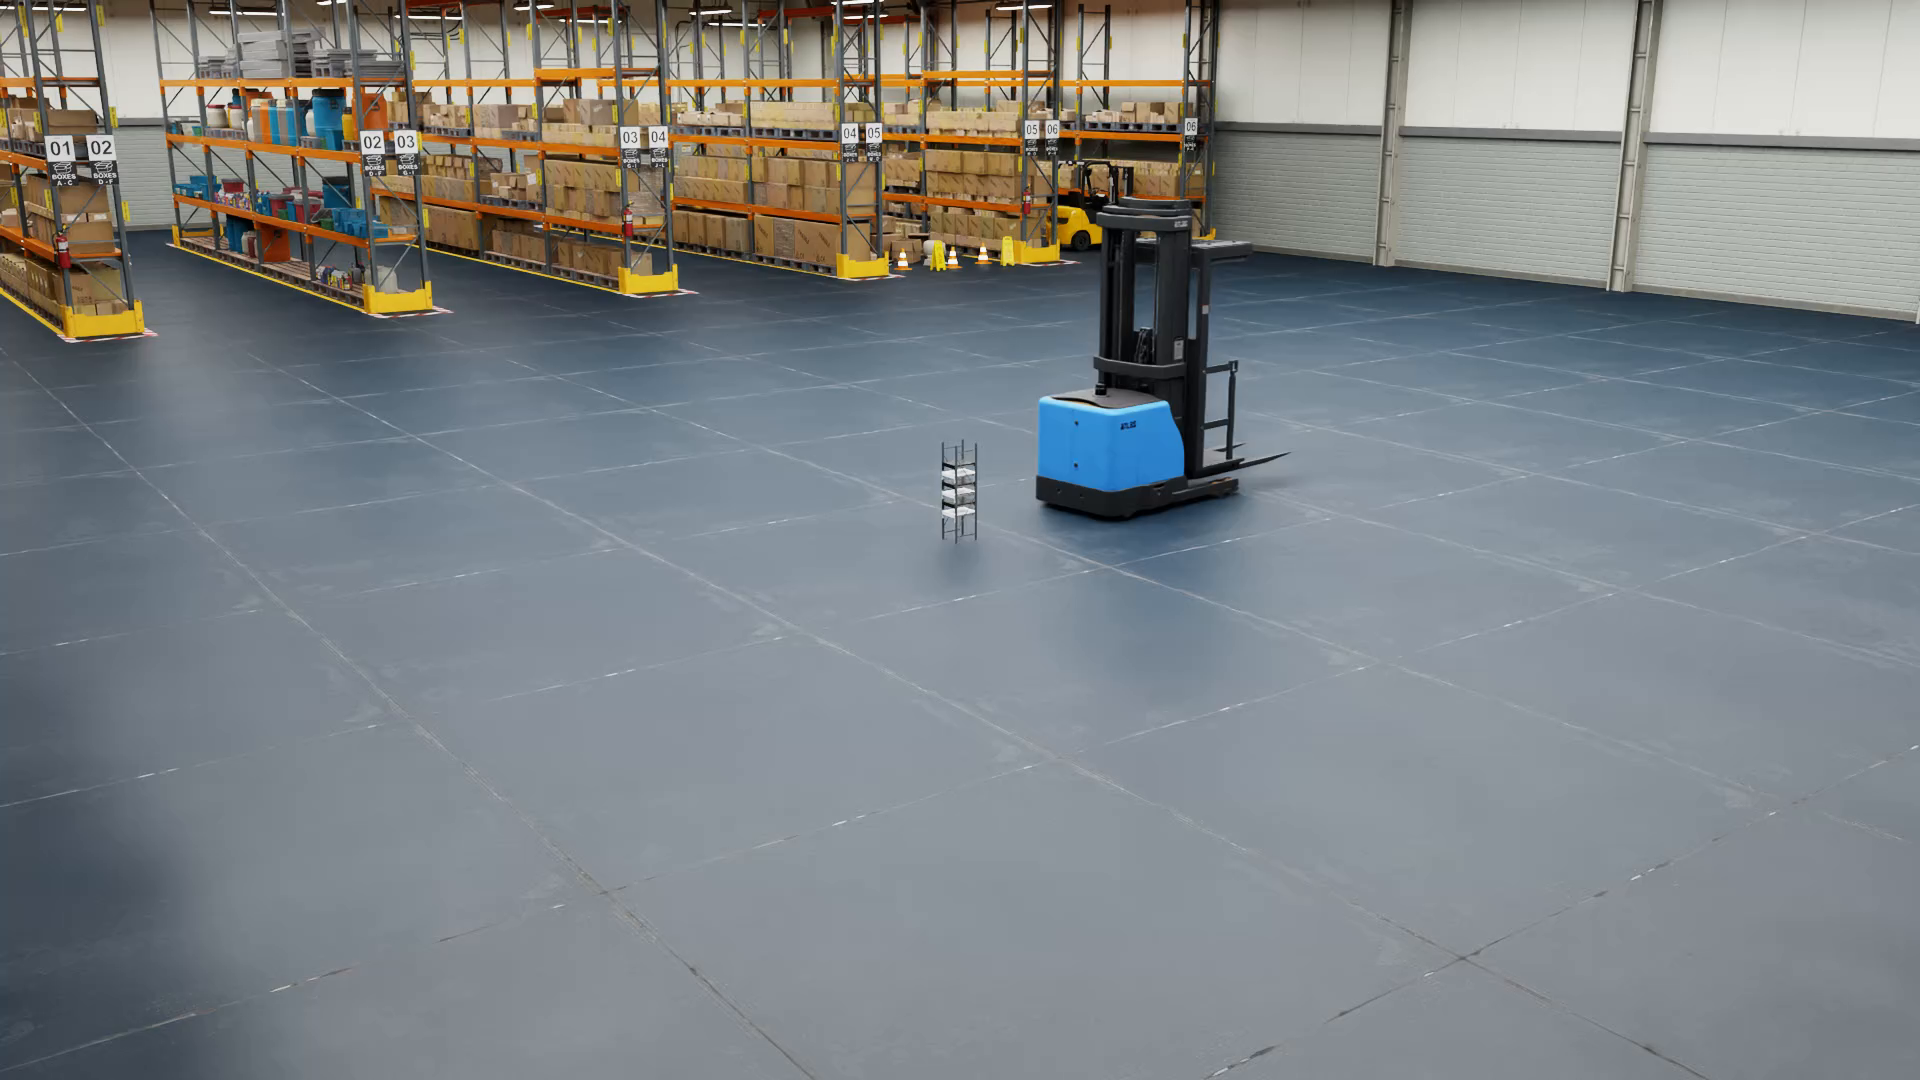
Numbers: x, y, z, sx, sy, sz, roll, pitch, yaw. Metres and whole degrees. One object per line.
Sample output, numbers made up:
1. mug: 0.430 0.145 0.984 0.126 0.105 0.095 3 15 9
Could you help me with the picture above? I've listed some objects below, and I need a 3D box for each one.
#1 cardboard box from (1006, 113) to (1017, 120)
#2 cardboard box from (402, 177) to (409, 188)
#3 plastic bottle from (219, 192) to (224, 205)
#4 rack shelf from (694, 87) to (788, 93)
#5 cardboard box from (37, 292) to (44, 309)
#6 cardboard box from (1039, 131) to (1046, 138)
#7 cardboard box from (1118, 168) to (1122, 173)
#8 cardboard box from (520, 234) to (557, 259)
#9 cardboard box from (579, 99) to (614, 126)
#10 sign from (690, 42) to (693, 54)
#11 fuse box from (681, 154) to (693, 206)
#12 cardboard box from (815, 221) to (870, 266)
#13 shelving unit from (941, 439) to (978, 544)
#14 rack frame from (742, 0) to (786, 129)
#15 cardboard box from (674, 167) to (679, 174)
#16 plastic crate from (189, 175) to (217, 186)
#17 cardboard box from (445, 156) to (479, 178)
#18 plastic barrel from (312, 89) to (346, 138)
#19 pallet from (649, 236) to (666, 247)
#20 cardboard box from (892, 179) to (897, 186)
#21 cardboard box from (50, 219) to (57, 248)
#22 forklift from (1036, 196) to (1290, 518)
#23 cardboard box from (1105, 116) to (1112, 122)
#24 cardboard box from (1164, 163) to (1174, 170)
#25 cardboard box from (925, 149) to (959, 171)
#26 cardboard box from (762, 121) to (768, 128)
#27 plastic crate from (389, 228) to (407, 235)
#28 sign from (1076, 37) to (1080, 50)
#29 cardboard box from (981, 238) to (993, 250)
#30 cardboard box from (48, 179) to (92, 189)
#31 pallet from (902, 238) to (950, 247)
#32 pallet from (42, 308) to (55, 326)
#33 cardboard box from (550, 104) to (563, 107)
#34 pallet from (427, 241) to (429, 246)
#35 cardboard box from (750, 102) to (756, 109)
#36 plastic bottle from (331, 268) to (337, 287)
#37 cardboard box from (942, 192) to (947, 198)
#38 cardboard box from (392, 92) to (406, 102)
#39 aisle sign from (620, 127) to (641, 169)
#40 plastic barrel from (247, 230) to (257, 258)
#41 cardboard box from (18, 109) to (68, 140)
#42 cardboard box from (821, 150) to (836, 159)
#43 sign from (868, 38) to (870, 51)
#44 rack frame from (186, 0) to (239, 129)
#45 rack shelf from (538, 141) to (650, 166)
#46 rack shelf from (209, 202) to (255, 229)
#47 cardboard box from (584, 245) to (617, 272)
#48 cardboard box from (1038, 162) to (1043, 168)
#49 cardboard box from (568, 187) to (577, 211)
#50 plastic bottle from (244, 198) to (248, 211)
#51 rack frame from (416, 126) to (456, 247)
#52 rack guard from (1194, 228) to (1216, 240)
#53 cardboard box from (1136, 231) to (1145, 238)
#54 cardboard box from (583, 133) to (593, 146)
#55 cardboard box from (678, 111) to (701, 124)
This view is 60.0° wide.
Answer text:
1. cardboard box: 1.278 -9.748 38.295 0.380 0.149 0.250 -10 18 -34
2. cardboard box: -14.014 -9.210 42.764 0.500 0.250 0.500 -10 18 -33
3. plastic bottle: -17.063 -7.910 38.530 0.152 0.276 0.135 -11 19 -35
4. rack shelf: -6.396 -13.294 48.722 1.077 0.370 4.000 -11 19 -35
5. cardboard box: -15.940 -4.245 29.317 0.500 0.250 0.500 -11 19 -35
6. cardboard box: 1.903 -9.398 38.523 0.380 0.149 0.250 -11 19 -34
7. cardboard box: 4.201 -9.551 42.870 0.380 0.149 0.250 -12 19 -36
8. cardboard box: -9.470 -6.632 37.526 0.700 0.500 0.500 -13 20 -39
9. cardboard box: -7.296 -8.584 33.374 0.500 0.500 0.500 -11 19 -35
10. sign: -8.024 -14.703 49.680 0.100 0.325 0.005 -11 19 -35
11. fuse box: -9.121 -12.241 56.560 0.539 1.711 0.414 -11 19 -35
12. cardboard box: -2.561 -6.473 36.274 0.875 0.875 0.875 -11 19 -34
13. shelving unit: -0.005 -0.436 14.964 0.258 0.900 0.210 -11 19 -35
14. rack frame: -4.461 -10.909 37.886 1.000 3.000 0.127 -11 19 -35
15. cardboard box: -7.088 -9.423 42.376 0.380 0.149 0.250 -11 19 -36
16. plastic crate: -19.246 -9.064 42.329 0.616 0.435 0.499 -11 19 -35
17. cardboard box: -12.081 -9.093 40.528 0.797 0.503 0.637 -10 18 -33
18. plastic barrel: -12.040 -8.160 31.780 0.600 0.901 0.708 -11 19 -35
19. pallet: -7.271 -7.691 42.777 1.003 0.211 1.213 -11 19 -35
20. cardboard box: -1.516 -9.116 42.380 0.380 0.149 0.250 -11 19 -34
21. cardboard box: -15.060 -5.244 28.364 0.700 0.500 0.500 -11 19 -34
22. forklift: 2.167 -1.925 16.556 3.031 2.935 1.130 -14 20 -41
23. cardboard box: 3.967 -10.845 42.828 0.380 0.149 0.250 -10 18 -33
24. cardboard box: 5.297 -9.318 41.458 0.380 0.149 0.250 -11 19 -34
25. cardboard box: -0.433 -9.351 40.913 0.700 0.500 0.500 -11 19 -35
26. cardboard box: -4.222 -9.352 37.373 0.380 0.149 0.250 -11 19 -35
27. plastic crate: -10.452 -5.758 30.930 0.298 0.136 0.250 -11 19 -35
28. sign: 3.065 -12.872 43.139 0.100 0.325 0.005 -11 19 -35
29. cardboard box: 0.845 -7.070 39.638 0.500 0.250 0.500 -11 19 -34
30. cardboard box: -14.804 -5.774 27.844 0.700 0.500 0.500 -11 19 -36
31. pallet: -0.975 -7.626 42.539 1.003 0.211 1.213 -11 19 -35
32. pallet: -15.392 -3.948 29.100 1.003 0.211 1.213 -11 19 -35
33. cardboard box: -11.274 -12.154 46.701 0.380 0.149 0.250 -11 19 -35
34. pallet: -13.620 -7.804 43.191 1.003 0.211 1.213 -11 19 -35
35. cardboard box: -4.522 -9.845 37.664 0.380 0.149 0.250 -11 19 -34
36. plastic bottle: -12.039 -5.065 32.083 0.144 0.351 0.185 -11 19 -35
37. cardboard box: -0.219 -8.469 40.812 0.380 0.149 0.250 -11 19 -35
38. cardboard box: -14.408 -11.504 43.148 0.500 0.250 0.500 -12 19 -36
39. aisle sign: -6.386 -7.607 32.261 0.394 0.787 0.004 -11 19 -35
40. plastic barrel: -15.856 -6.734 37.772 0.600 0.588 0.708 -11 19 -35
41. cardboard box: -15.681 -7.125 28.489 0.797 0.503 0.637 -9 17 -28
42. cardboard box: -3.384 -10.259 44.795 0.500 0.500 0.500 -11 19 -36
43. sign: -2.435 -13.128 44.074 0.100 0.325 0.005 -11 19 -35
44. rack frame: -17.242 -11.100 38.585 1.000 3.000 0.127 -11 19 -35
45. rack shelf: -7.356 -7.939 34.083 1.077 0.370 4.000 -11 19 -35
46. rack shelf: -16.066 -7.432 37.911 1.077 0.370 4.000 -11 19 -35
47. cardboard box: -7.558 -5.930 35.001 0.500 0.500 0.500 -13 20 -39
48. cardboard box: 2.341 -10.244 45.404 0.380 0.149 0.250 -11 19 -34
49. cardboard box: -7.677 -7.149 34.762 0.875 0.500 0.500 -11 19 -35
50. plastic bottle: -15.777 -7.428 36.779 0.097 0.271 0.097 0 15 0
51. rack frame: -13.236 -8.975 42.185 1.000 3.000 0.127 -11 19 -35
52. rack guard: 5.863 -7.511 41.572 1.175 0.500 0.348 -11 19 -35
53. cardboard box: 4.745 -7.865 42.545 0.500 0.250 0.500 -11 19 -34
54. cardboard box: -7.260 -8.067 33.472 0.500 0.250 0.500 -10 18 -33
55. cardboard box: -6.565 -10.335 40.656 0.500 0.311 0.500 -11 19 -34
